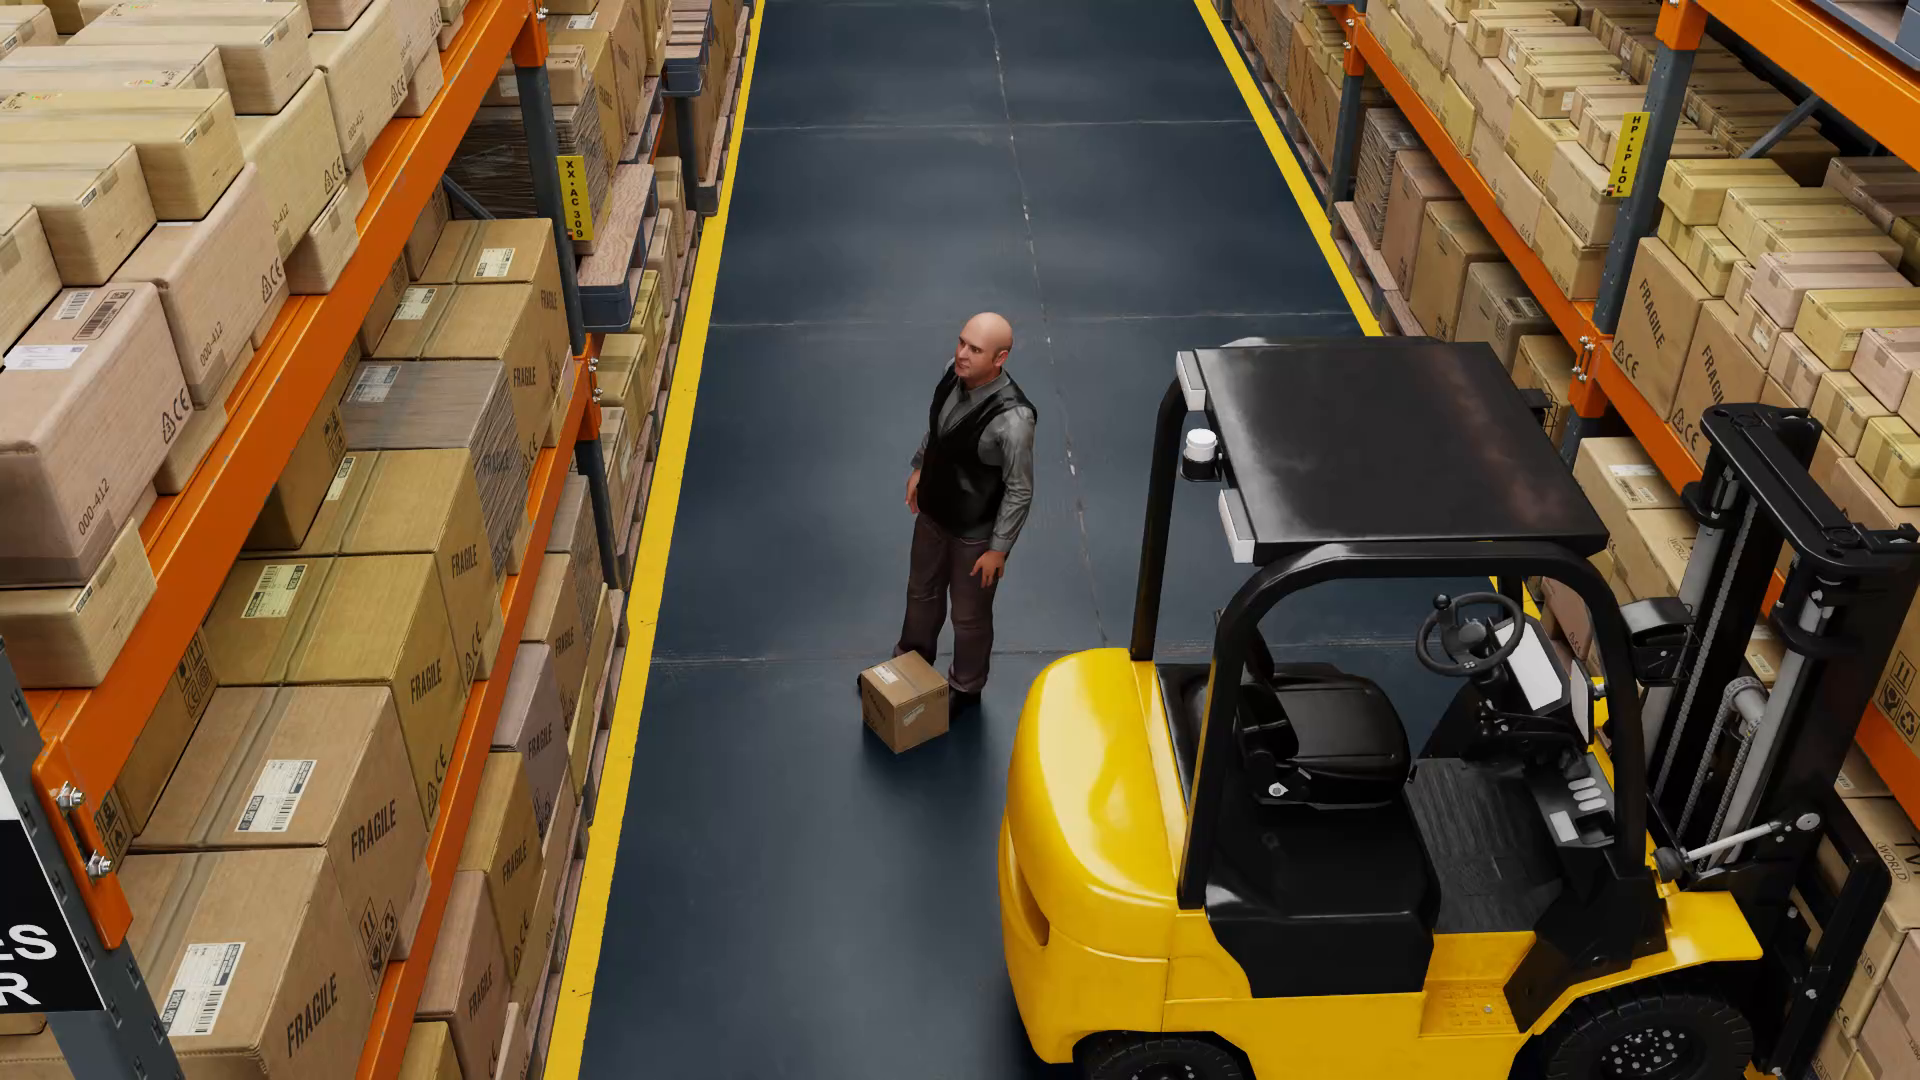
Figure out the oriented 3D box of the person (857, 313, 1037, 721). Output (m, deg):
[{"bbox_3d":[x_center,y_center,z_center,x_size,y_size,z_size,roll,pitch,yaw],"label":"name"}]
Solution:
[{"bbox_3d":[-0.038,-0.058,6.235,0.568,1.720,0.631,-20,39,-26],"label":"person"}]
